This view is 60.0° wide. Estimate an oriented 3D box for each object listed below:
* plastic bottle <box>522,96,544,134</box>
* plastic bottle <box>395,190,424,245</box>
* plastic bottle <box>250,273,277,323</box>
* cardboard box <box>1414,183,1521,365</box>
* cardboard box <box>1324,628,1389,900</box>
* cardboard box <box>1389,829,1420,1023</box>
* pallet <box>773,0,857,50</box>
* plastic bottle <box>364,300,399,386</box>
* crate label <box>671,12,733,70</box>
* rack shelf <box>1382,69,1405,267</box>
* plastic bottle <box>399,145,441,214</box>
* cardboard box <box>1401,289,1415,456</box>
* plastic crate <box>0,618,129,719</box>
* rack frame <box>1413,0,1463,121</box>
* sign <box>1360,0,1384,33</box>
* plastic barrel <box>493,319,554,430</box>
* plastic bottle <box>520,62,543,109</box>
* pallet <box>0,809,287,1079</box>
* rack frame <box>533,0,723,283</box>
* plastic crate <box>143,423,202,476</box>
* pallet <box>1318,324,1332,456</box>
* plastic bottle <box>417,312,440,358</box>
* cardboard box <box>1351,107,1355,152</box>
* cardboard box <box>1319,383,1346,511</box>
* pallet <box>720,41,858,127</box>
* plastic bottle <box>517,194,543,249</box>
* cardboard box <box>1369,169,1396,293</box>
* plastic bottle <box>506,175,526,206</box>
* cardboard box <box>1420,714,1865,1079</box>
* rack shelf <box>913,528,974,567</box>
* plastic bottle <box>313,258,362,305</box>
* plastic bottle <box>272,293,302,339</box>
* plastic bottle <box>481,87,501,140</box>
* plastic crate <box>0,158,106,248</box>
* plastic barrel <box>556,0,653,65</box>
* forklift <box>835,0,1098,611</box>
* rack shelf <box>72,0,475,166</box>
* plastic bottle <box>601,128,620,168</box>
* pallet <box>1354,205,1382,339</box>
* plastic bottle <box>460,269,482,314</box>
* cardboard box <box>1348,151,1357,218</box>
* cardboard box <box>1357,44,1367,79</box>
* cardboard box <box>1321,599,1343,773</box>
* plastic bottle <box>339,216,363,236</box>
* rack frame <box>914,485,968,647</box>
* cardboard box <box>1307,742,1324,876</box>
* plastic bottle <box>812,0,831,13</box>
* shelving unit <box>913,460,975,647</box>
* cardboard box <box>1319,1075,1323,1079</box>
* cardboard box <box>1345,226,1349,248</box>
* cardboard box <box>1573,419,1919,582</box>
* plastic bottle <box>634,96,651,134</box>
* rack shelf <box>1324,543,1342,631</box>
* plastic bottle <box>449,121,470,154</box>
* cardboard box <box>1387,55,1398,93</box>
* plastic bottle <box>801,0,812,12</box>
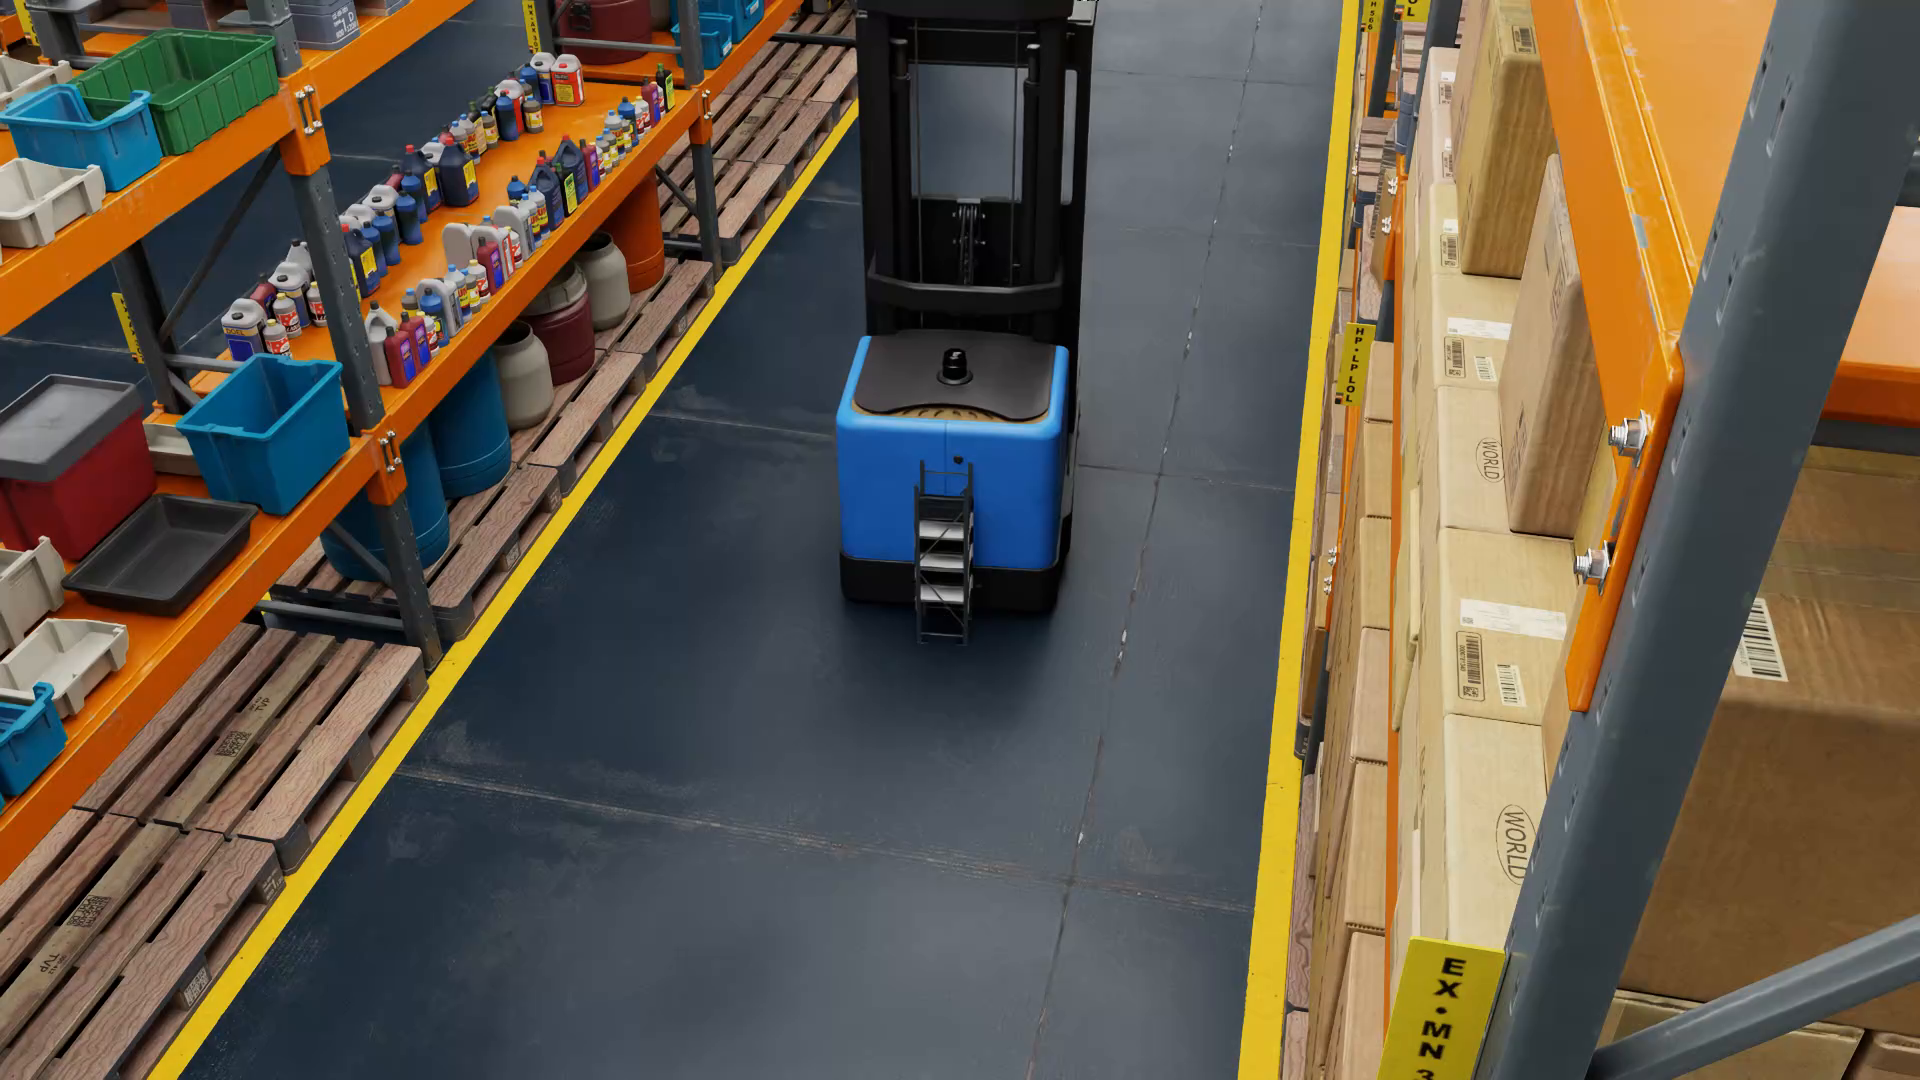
[{"bbox_3d":[-2.440,-2.433,9.490,0.097,0.201,0.097,0,36,0],"label":"plastic bottle"},{"bbox_3d":[-2.754,-1.616,8.303,0.097,0.271,0.097,0,36,0],"label":"plastic bottle"},{"bbox_3d":[-3.140,-1.055,7.520,0.061,0.283,0.133,7,37,10],"label":"plastic bottle"},{"bbox_3d":[1.356,-0.611,3.953,0.500,0.250,0.500,7,37,10],"label":"cardboard box"},{"bbox_3d":[1.221,0.601,4.197,0.500,0.500,0.500,8,37,11],"label":"cardboard box"},{"bbox_3d":[0.923,0.737,2.519,0.500,0.250,0.500,7,37,10],"label":"cardboard box"},{"bbox_3d":[-1.020,-4.535,14.597,1.003,0.211,1.213,7,37,10],"label":"pallet"},{"bbox_3d":[-2.512,-0.862,7.196,0.144,0.351,0.185,7,37,10],"label":"plastic bottle"},{"bbox_3d":[-1.602,-3.118,10.409,0.303,0.233,0.416,7,37,10],"label":"crate label"},{"bbox_3d":[2.353,-2.145,6.980,1.077,0.370,4.000,7,37,10],"label":"rack shelf"},{"bbox_3d":[-2.801,-1.877,8.596,0.144,0.351,0.185,7,37,10],"label":"plastic bottle"},{"bbox_3d":[1.361,-0.408,4.099,0.500,0.250,0.500,7,37,10],"label":"cardboard box"},{"bbox_3d":[-2.991,0.421,5.557,0.293,0.136,0.466,7,37,10],"label":"plastic crate"},{"bbox_3d":[1.926,-2.504,4.307,1.000,3.000,0.127,7,37,10],"label":"rack frame"},{"bbox_3d":[2.237,-2.904,8.985,0.100,0.325,0.005,7,37,10],"label":"sign"},{"bbox_3d":[-2.421,-0.889,8.952,0.421,0.512,0.421,0,36,0],"label":"plastic barrel"},{"bbox_3d":[-2.518,-2.668,9.755,0.097,0.271,0.097,0,36,0],"label":"plastic bottle"},{"bbox_3d":[-3.290,1.559,6.189,1.003,0.211,1.213,7,37,10],"label":"pallet"},{"bbox_3d":[-2.058,-2.991,10.091,1.000,3.000,0.127,7,37,10],"label":"rack frame"},{"bbox_3d":[-3.152,-0.366,6.643,0.396,0.136,0.243,7,37,10],"label":"plastic crate"},{"bbox_3d":[2.583,-0.816,9.466,1.003,0.211,1.213,7,37,10],"label":"pallet"},{"bbox_3d":[-2.382,-0.919,7.401,0.097,0.201,0.097,0,36,0],"label":"plastic bottle"},{"bbox_3d":[3.088,-2.928,11.989,0.500,0.250,0.500,6,36,9],"label":"cardboard box"},{"bbox_3d":[2.079,-0.421,8.300,0.500,0.500,0.500,6,36,8],"label":"cardboard box"},{"bbox_3d":[-1.334,-3.700,13.445,1.003,0.211,1.213,7,37,10],"label":"pallet"},{"bbox_3d":[-2.143,-1.590,8.268,0.097,0.271,0.097,0,36,0],"label":"plastic bottle"},{"bbox_3d":[2.243,-1.306,7.323,0.700,0.500,0.500,-1,36,-2],"label":"cardboard box"},{"bbox_3d":[-2.242,-1.720,8.447,0.097,0.271,0.097,0,36,0],"label":"plastic bottle"},{"bbox_3d":[0.932,0.536,2.371,0.500,0.250,0.500,7,37,10],"label":"cardboard box"},{"bbox_3d":[-0.072,0.025,7.622,0.258,0.077,0.200,4,36,5],"label":"rack shelf"},{"bbox_3d":[-2.895,-1.228,7.700,0.144,0.351,0.185,7,37,10],"label":"plastic bottle"},{"bbox_3d":[-3.058,-1.023,7.544,0.097,0.201,0.097,0,36,0],"label":"plastic bottle"},{"bbox_3d":[-2.639,-2.400,9.375,0.061,0.283,0.133,7,37,10],"label":"plastic bottle"},{"bbox_3d":[-2.813,-1.029,5.052,0.293,0.136,0.466,7,37,10],"label":"plastic crate"},{"bbox_3d":[-2.255,-3.350,10.470,0.600,0.536,0.708,7,37,10],"label":"plastic barrel"},{"bbox_3d":[0.092,-1.699,8.367,1.130,2.935,3.031,4,36,5],"label":"forklift"},{"bbox_3d":[-2.486,-2.768,7.840,1.077,0.370,4.000,7,37,10],"label":"rack shelf"},{"bbox_3d":[-1.924,-2.150,9.100,0.097,0.201,0.097,0,36,0],"label":"plastic bottle"},{"bbox_3d":[2.369,-1.175,7.749,1.003,0.211,1.213,7,37,10],"label":"pallet"},{"bbox_3d":[-2.291,-1.164,7.739,0.097,0.201,0.097,0,36,0],"label":"plastic bottle"},{"bbox_3d":[2.756,-2.282,10.620,0.500,0.311,0.500,7,36,9],"label":"cardboard box"},{"bbox_3d":[3.191,-3.453,12.236,0.500,0.311,0.500,7,37,9],"label":"cardboard box"},{"bbox_3d":[1.444,0.437,5.276,0.500,0.500,0.500,8,37,11],"label":"cardboard box"},{"bbox_3d":[-2.959,-1.413,8.019,0.152,0.276,0.135,7,37,10],"label":"plastic bottle"},{"bbox_3d":[-0.083,0.131,7.573,0.240,0.900,0.006,4,36,5],"label":"rack frame"},{"bbox_3d":[1.625,1.049,6.433,0.500,0.311,0.500,7,37,10],"label":"cardboard box"},{"bbox_3d":[-1.207,-4.777,14.438,0.144,0.351,0.185,7,37,10],"label":"plastic bottle"},{"bbox_3d":[-0.072,0.071,7.655,0.258,0.900,0.210,4,36,5],"label":"shelving unit"},{"bbox_3d":[1.008,1.589,3.686,0.500,0.500,0.500,8,37,10],"label":"cardboard box"},{"bbox_3d":[2.654,-1.757,10.373,0.500,0.250,0.500,8,37,11],"label":"cardboard box"},{"bbox_3d":[1.354,-0.014,2.490,0.700,0.500,0.500,7,37,10],"label":"cardboard box"},{"bbox_3d":[-1.820,-2.429,9.485,0.097,0.201,0.097,0,36,0],"label":"plastic bottle"},{"bbox_3d":[1.498,1.363,4.696,1.077,0.370,4.000,7,37,10],"label":"rack shelf"},{"bbox_3d":[-2.715,-2.138,9.024,0.097,0.271,0.097,0,36,0],"label":"plastic bottle"},{"bbox_3d":[2.702,-2.817,10.064,0.380,0.149,0.250,7,37,10],"label":"cardboard box"},{"bbox_3d":[-1.348,-4.795,14.463,0.144,0.351,0.185,6,36,9],"label":"plastic bottle"}]
